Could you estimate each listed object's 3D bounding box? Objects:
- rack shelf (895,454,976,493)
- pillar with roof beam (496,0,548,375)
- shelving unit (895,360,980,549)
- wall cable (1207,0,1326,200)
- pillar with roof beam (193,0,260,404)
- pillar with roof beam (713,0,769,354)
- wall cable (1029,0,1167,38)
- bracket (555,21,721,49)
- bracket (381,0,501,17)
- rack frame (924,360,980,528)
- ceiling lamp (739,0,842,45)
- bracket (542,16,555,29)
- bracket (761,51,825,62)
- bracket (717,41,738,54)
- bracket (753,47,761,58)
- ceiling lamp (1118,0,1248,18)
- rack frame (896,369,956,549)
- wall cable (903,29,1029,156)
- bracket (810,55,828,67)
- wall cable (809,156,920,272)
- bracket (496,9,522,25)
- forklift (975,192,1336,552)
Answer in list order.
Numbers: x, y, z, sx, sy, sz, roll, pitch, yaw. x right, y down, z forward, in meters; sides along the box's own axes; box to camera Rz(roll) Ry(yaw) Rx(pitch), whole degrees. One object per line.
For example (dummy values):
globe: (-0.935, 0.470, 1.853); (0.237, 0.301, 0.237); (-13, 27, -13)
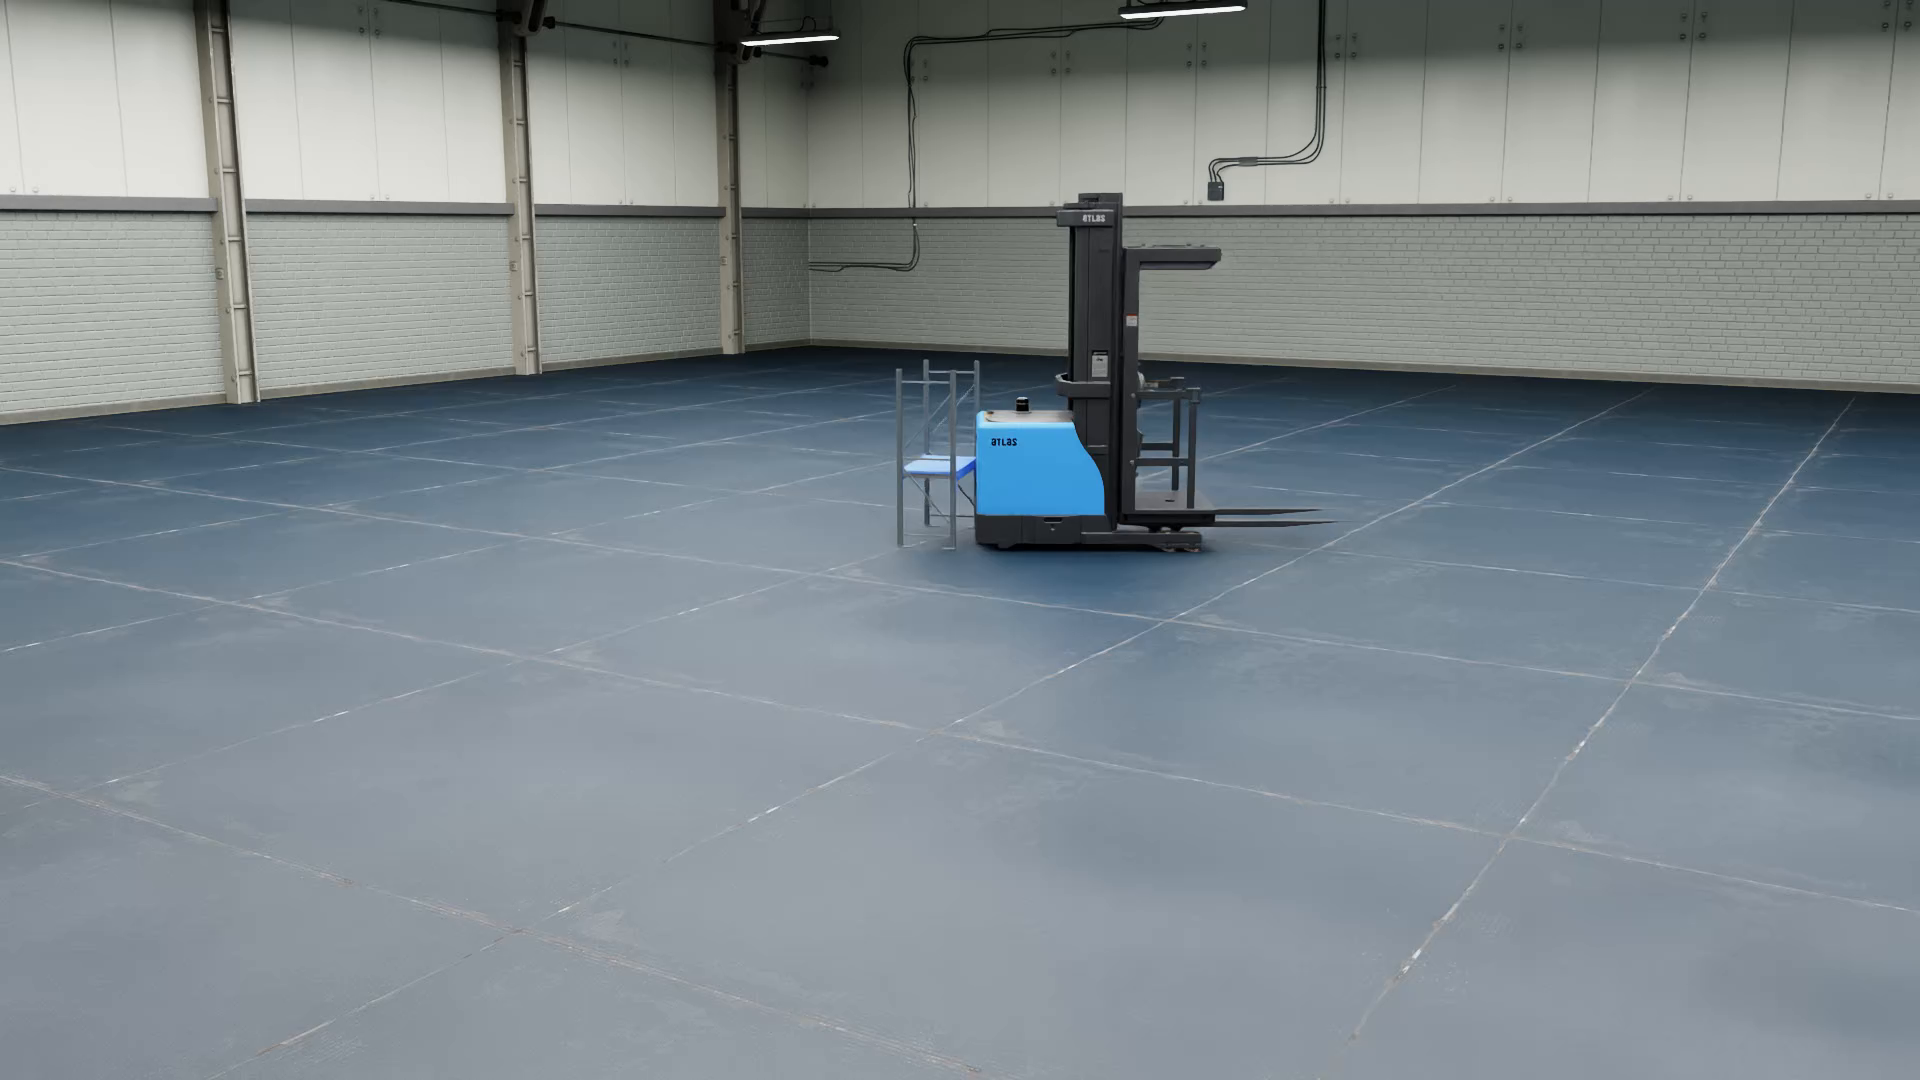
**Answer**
rack shelf: (-0.179, -0.585, 14.394); (0.538, 0.185, 1.000); (2, 11, 12)
pillar with roof beam: (-4.322, -7.093, 27.804); (9.100, 9.000, 0.548); (6, 12, 31)
shelving unit: (-0.179, -0.762, 14.361); (0.538, 1.500, 1.048); (2, 11, 12)
wall cable: (5.879, -9.547, 31.670); (2.305, 6.003, 0.169); (6, 12, 31)
pillar with roof beam: (-7.437, -6.150, 22.763); (9.100, 9.000, 0.400); (6, 12, 31)
pillar with roof beam: (-1.207, -8.037, 32.844); (9.100, 9.000, 0.548); (6, 12, 31)
wall cable: (2.731, -11.423, 33.284); (3.097, 2.526, 0.112); (6, 12, 31)
bracket: (-6.136, -9.713, 32.016); (0.076, 0.066, 4.783); (6, 12, 31)
bracket: (-9.251, -8.770, 26.975); (0.076, 0.066, 4.783); (6, 12, 31)
rack frame: (-0.075, -0.853, 14.850); (0.500, 1.500, 0.032); (2, 11, 12)
ceiling lamp: (-2.833, -10.256, 28.834); (2.000, 3.185, 0.800); (6, 12, 31)
bracket: (-7.482, -9.305, 29.837); (0.235, 0.232, 0.430); (6, 12, 31)
bracket: (-3.443, -10.529, 36.372); (0.076, 0.066, 3.189); (6, 12, 31)
bracket: (-4.798, -10.118, 34.180); (0.235, 0.232, 0.430); (6, 12, 31)
bracket: (-4.367, -10.249, 34.877); (0.235, 0.232, 0.430); (6, 12, 31)
ceiling lamp: (3.483, -9.550, 25.063); (2.000, 3.185, 0.800); (6, 12, 31)
rack frame: (-0.282, -0.670, 13.872); (0.500, 1.500, 0.032); (2, 11, 12)
wall cable: (0.086, -9.483, 35.281); (3.097, 2.526, 0.112); (6, 12, 31)
bracket: (-3.137, -10.622, 36.868); (0.235, 0.232, 0.430); (6, 12, 31)
wall cable: (-2.226, -7.259, 37.127); (3.097, 2.526, 0.112); (6, 12, 31)
bracket: (-7.913, -9.175, 29.140); (0.235, 0.232, 0.430); (6, 12, 31)
forklift: (1.647, -1.438, 14.084); (3.031, 2.935, 1.130); (0, 11, 0)
